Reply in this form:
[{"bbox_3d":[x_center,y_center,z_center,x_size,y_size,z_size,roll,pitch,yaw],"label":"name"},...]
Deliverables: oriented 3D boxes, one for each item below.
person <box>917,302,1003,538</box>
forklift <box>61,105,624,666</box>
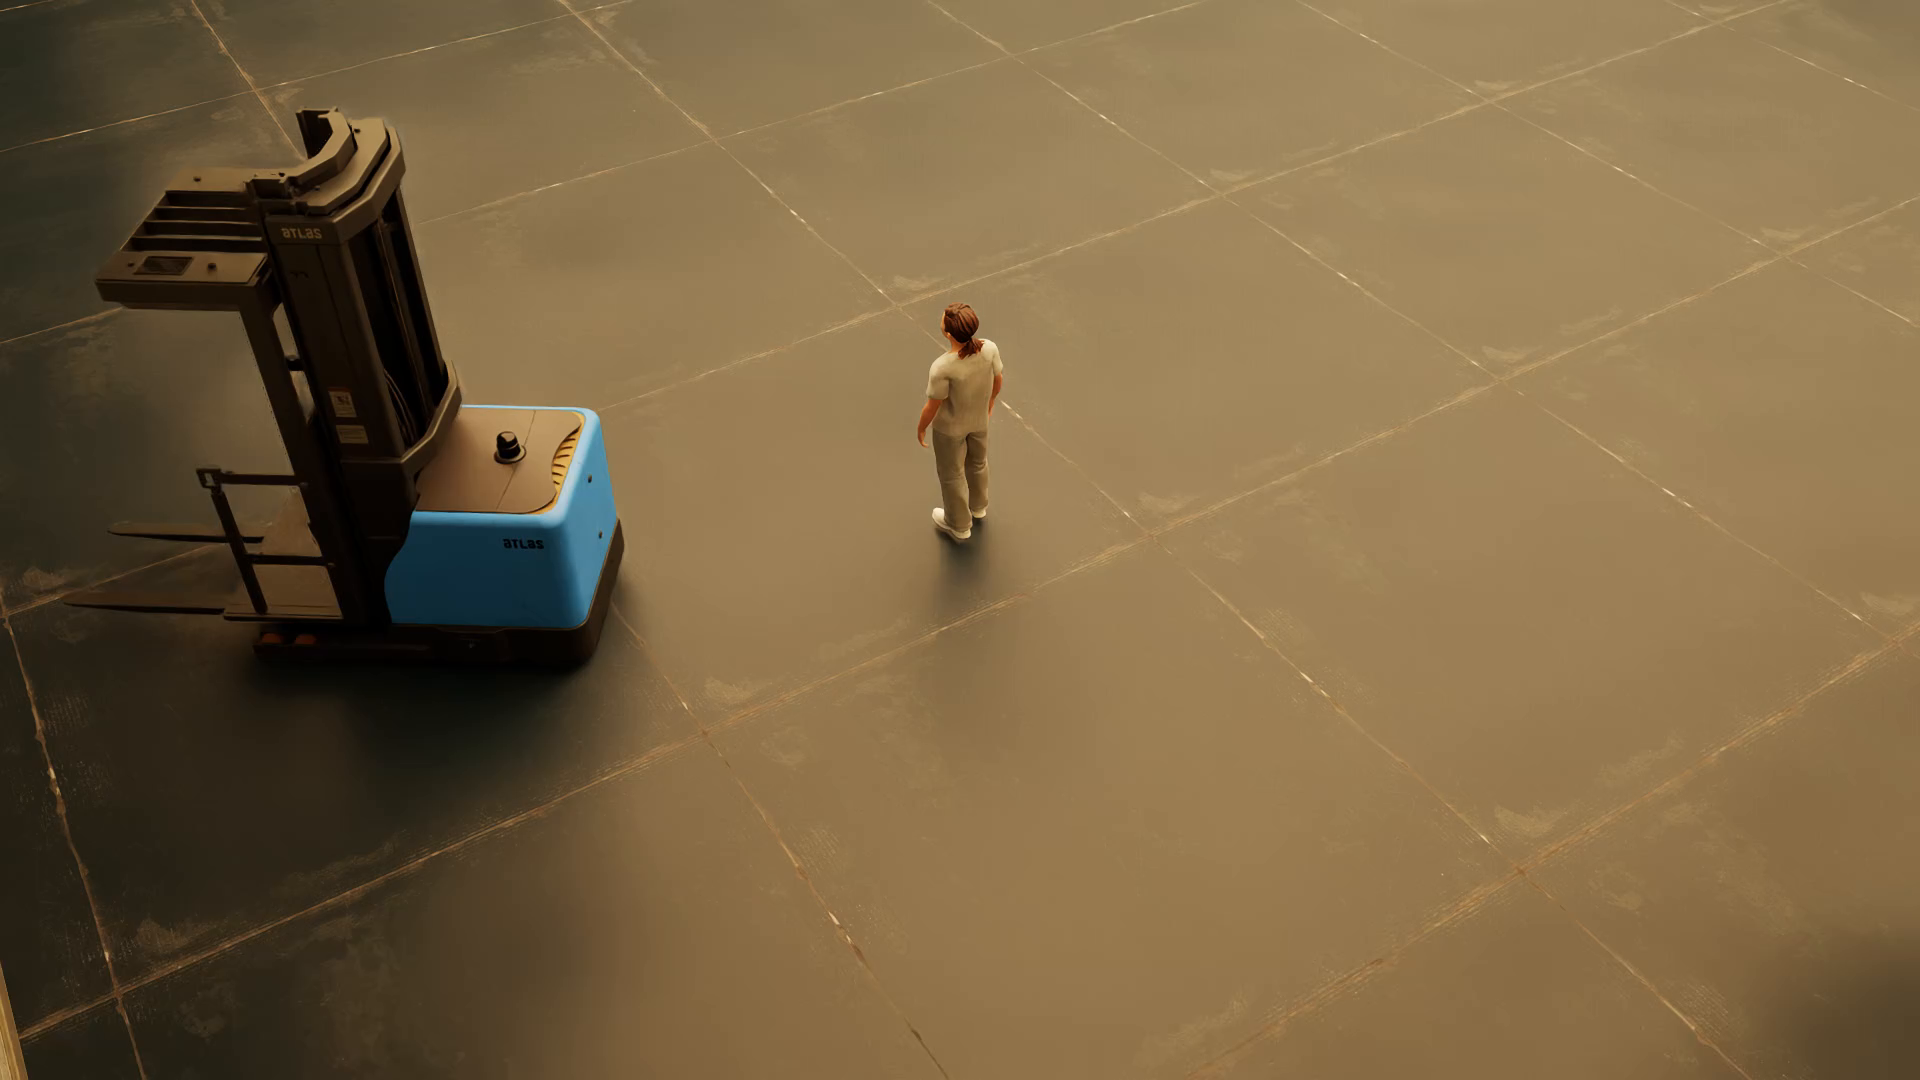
[{"bbox_3d":[-0.028,-0.713,9.568,0.549,1.673,0.547,-23,46,-24],"label":"person"},{"bbox_3d":[-3.537,-0.763,8.744,3.031,2.935,1.130,2,41,2],"label":"forklift"}]
